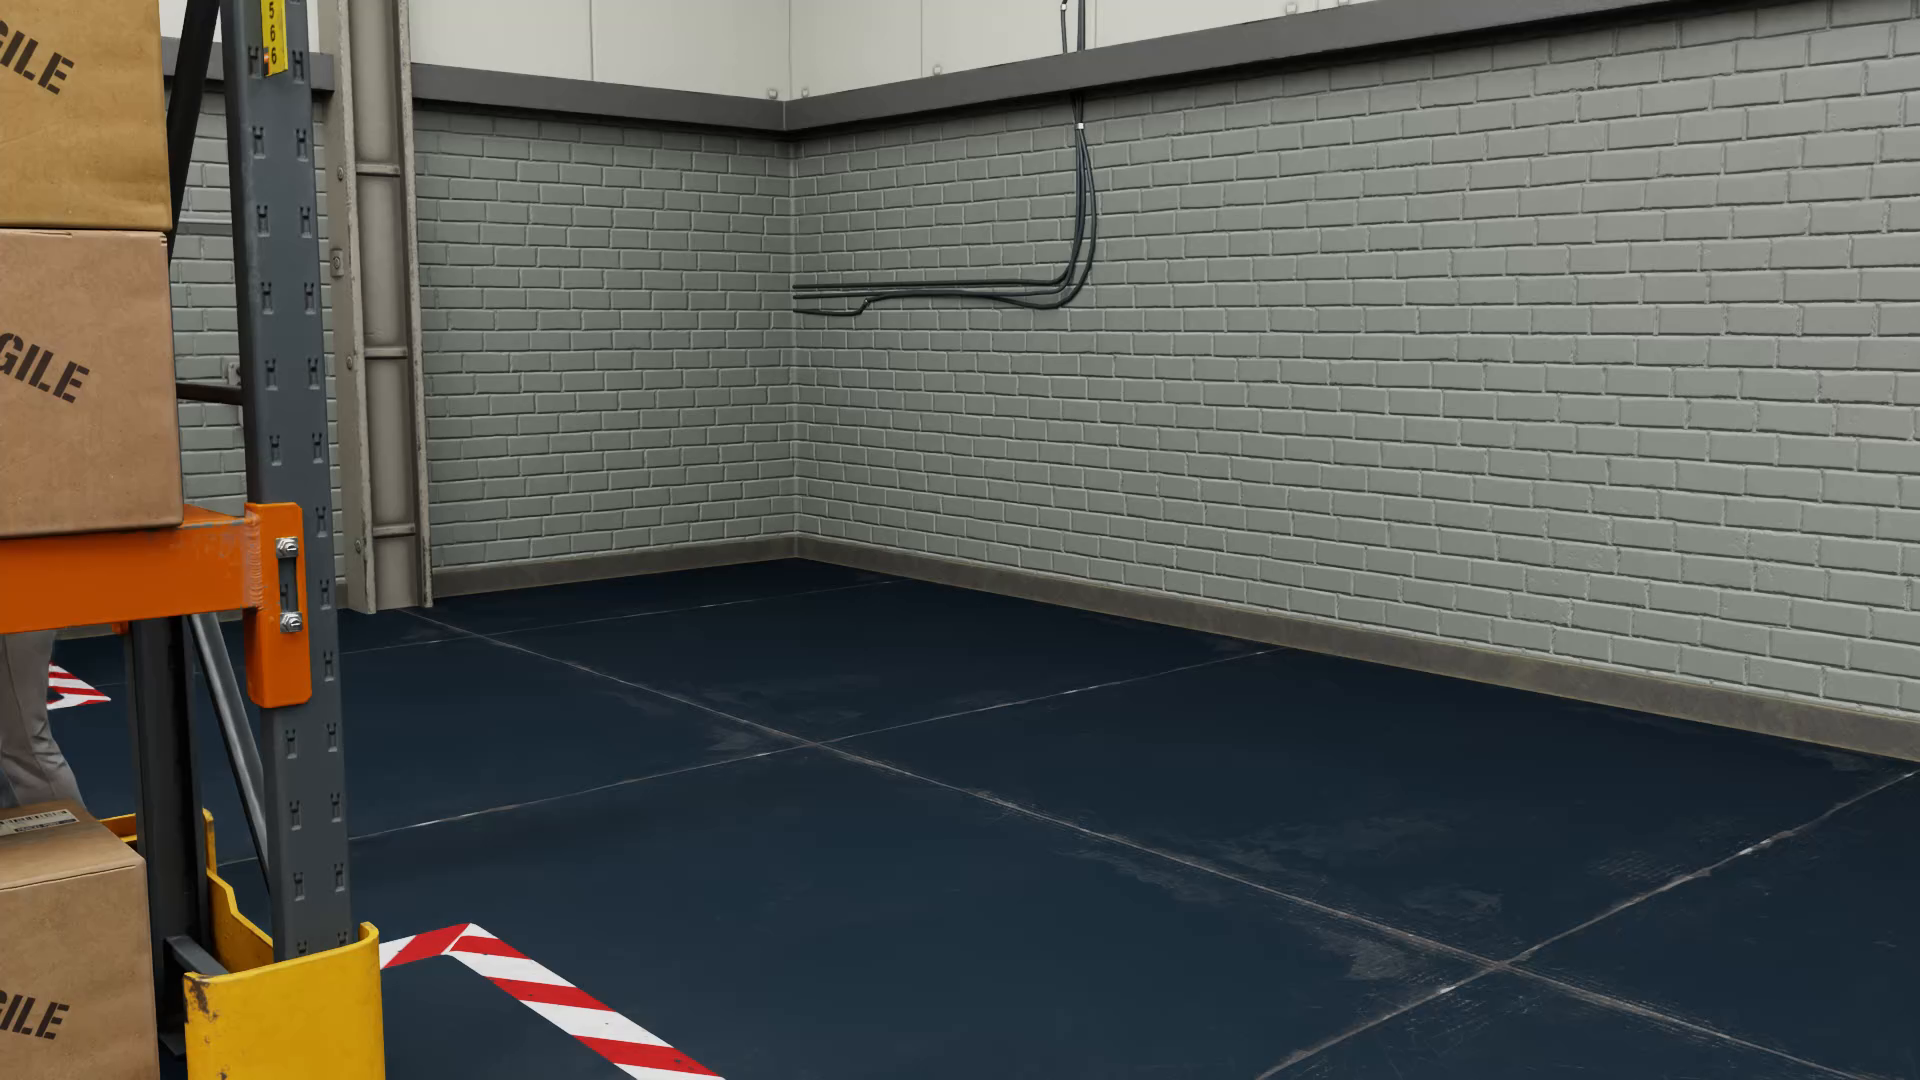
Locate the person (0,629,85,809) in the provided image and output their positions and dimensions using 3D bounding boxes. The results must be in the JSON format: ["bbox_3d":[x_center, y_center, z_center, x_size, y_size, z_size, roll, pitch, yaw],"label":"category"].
[{"bbox_3d":[-2.665,0.217,4.538,0.456,1.734,0.482,-6,9,-36],"label":"person"}]
